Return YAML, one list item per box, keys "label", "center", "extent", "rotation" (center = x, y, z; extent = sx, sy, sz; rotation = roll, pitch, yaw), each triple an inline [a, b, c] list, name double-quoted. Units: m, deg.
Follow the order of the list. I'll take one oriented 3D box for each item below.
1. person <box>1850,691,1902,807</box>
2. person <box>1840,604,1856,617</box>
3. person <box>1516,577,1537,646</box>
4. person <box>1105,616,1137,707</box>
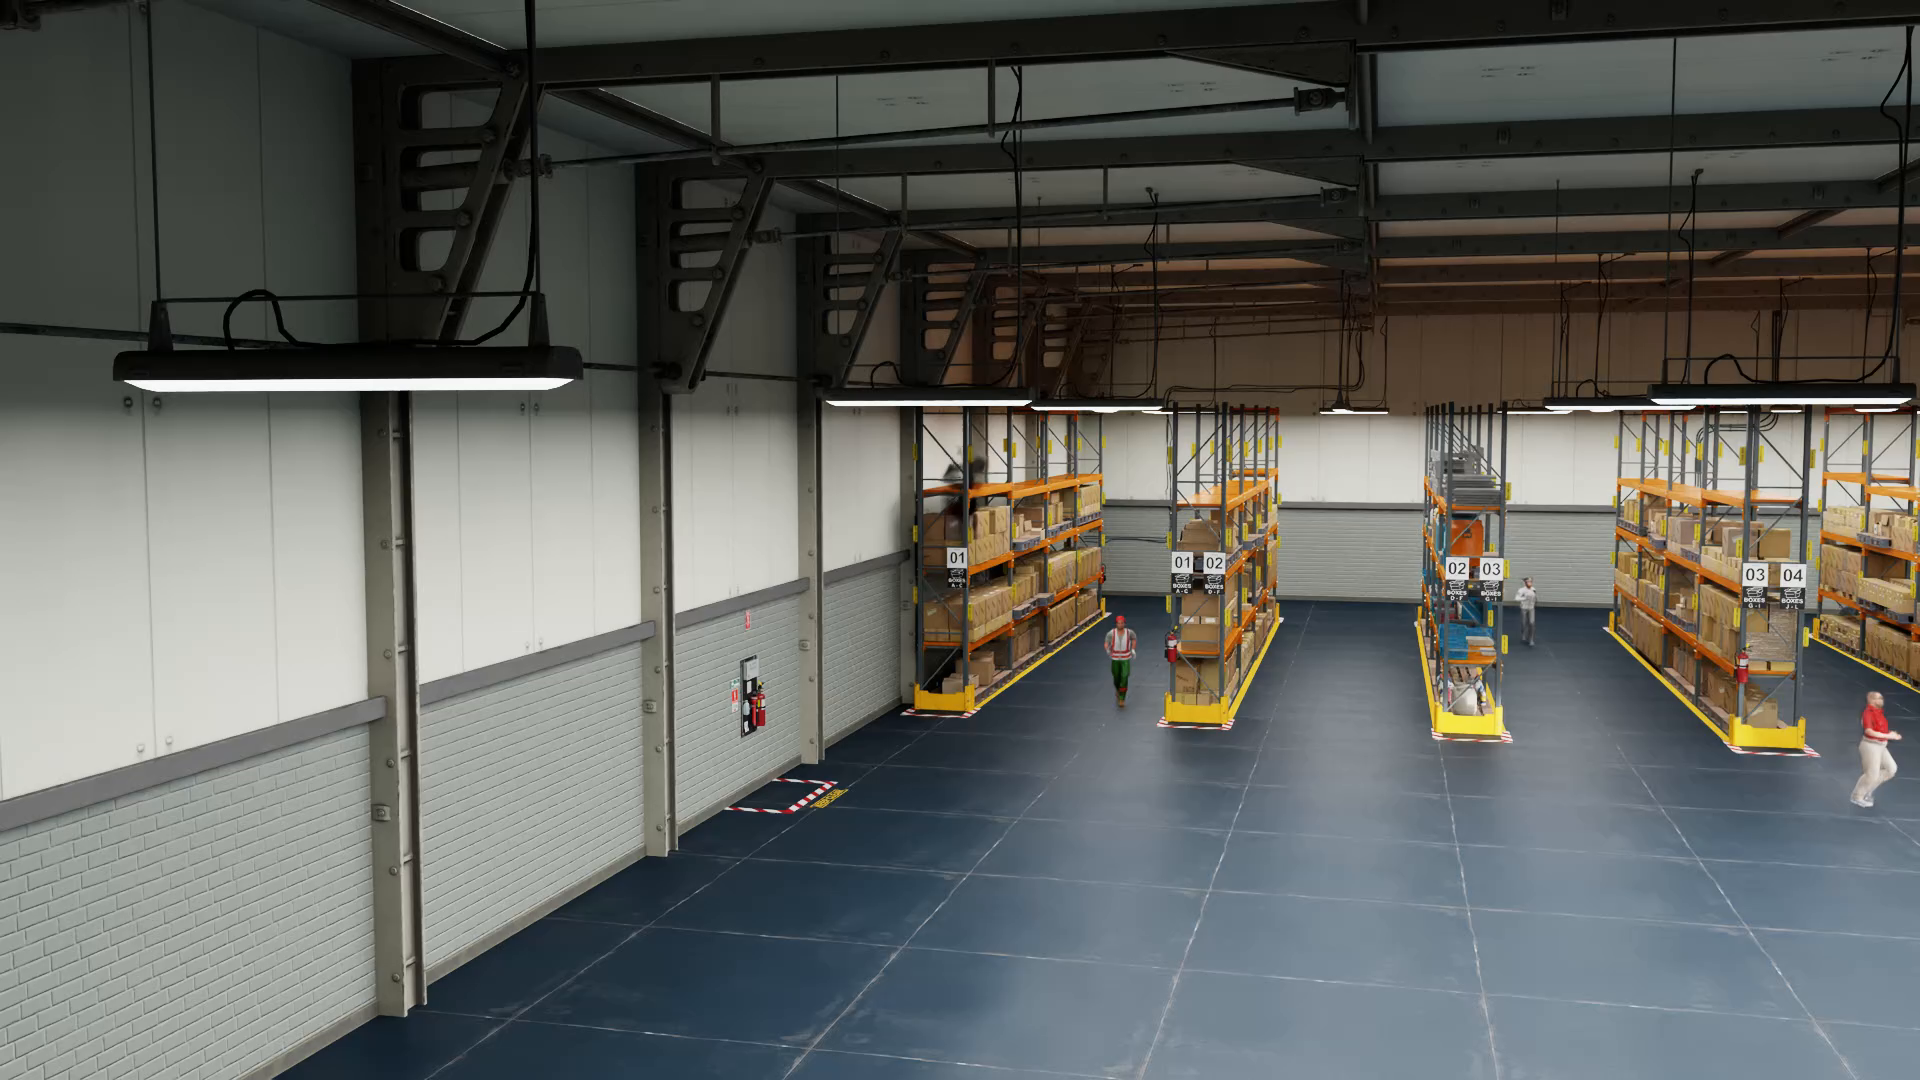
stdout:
- label: "person"
  center: [13.424, 3.066, 24.341]
  extent: [0.651, 1.710, 0.686]
  rotation: [4, 6, 42]
- label: "person"
  center: [23.707, 1.625, 44.163]
  extent: [0.595, 1.638, 0.860]
  rotation: [3, 5, 32]
- label: "person"
  center: [14.313, 1.773, 42.023]
  extent: [0.579, 1.720, 0.729]
  rotation: [0, 4, 3]
- label: "person"
  center: [3.203, 2.377, 33.155]
  extent: [0.634, 1.777, 0.984]
  rotation: [1, 4, 9]
